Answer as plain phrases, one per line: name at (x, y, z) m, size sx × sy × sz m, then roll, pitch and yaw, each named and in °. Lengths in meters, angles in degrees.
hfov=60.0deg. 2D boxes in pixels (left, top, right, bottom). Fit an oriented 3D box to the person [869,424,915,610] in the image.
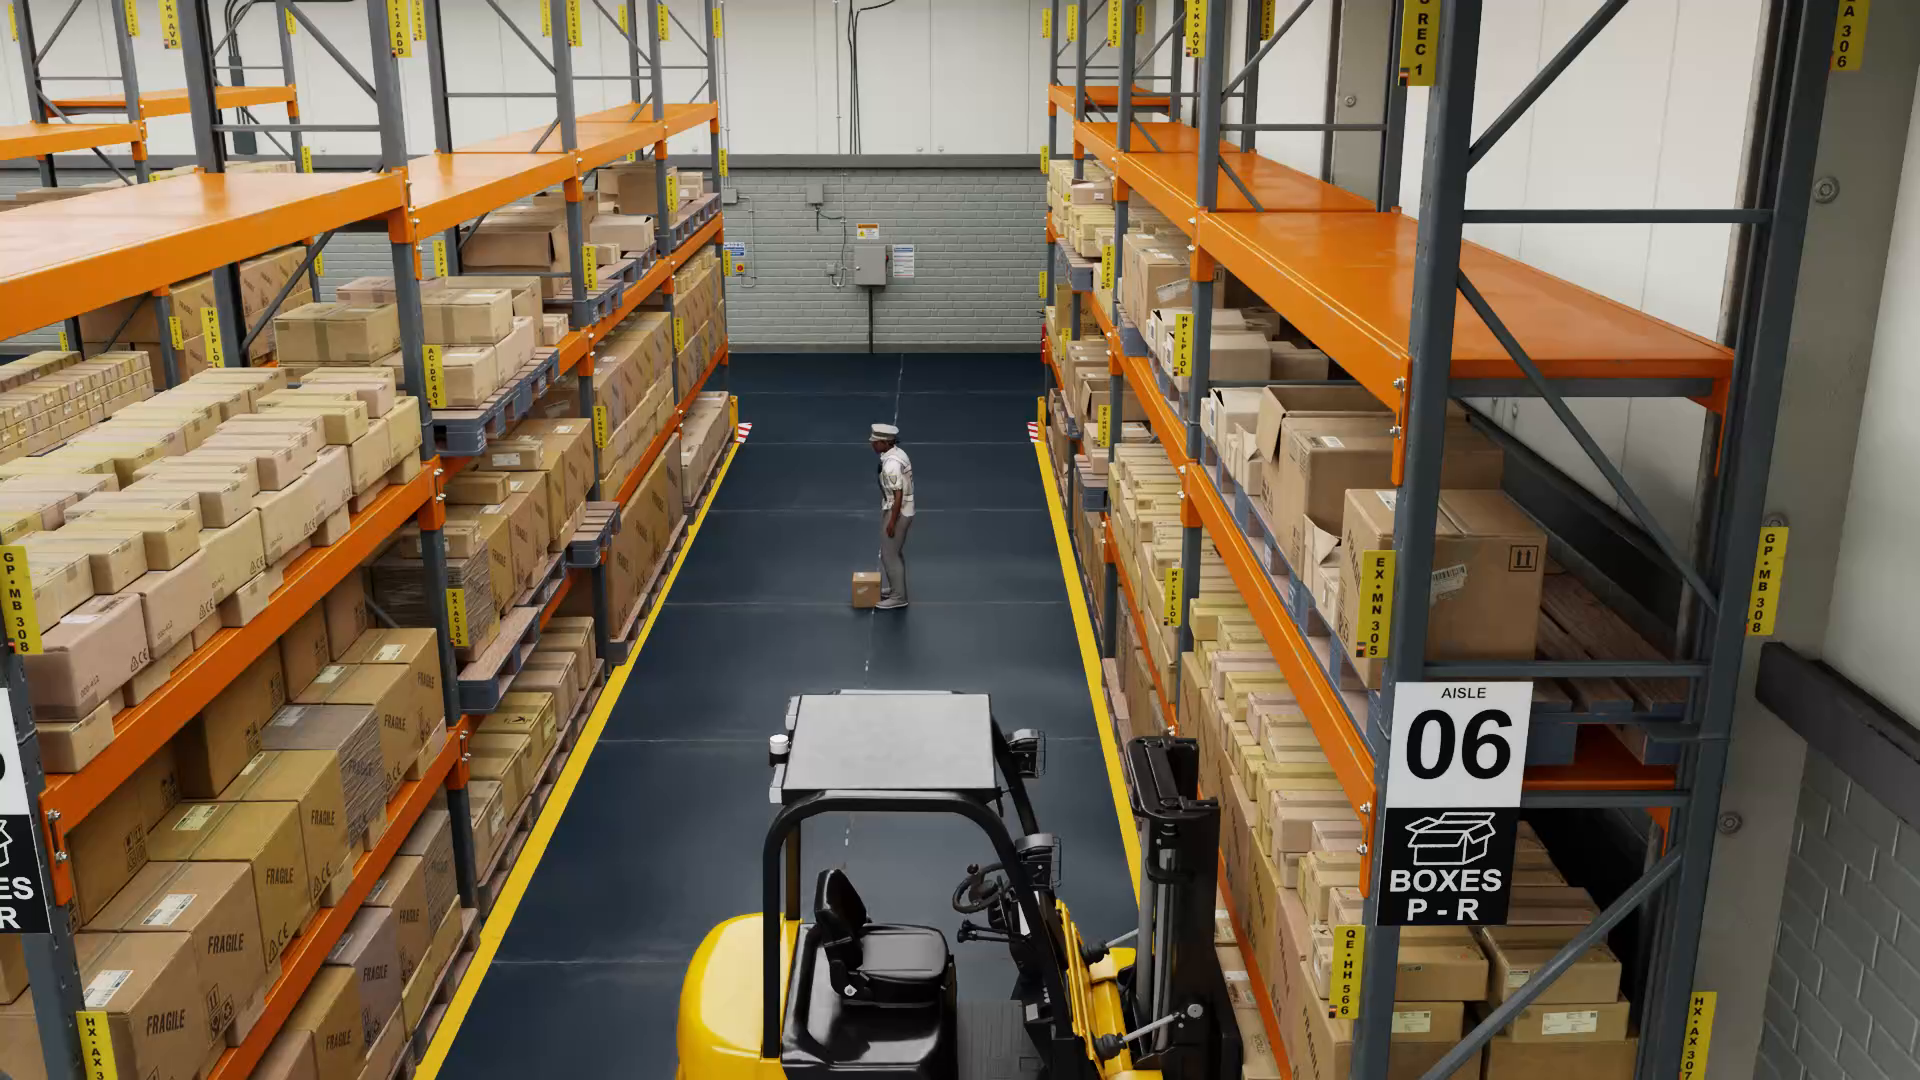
person at (-0.599, -0.223, 14.793) m, size 0.398 × 1.657 × 0.530 m, roll -1°, pitch 17°, yaw -3°
